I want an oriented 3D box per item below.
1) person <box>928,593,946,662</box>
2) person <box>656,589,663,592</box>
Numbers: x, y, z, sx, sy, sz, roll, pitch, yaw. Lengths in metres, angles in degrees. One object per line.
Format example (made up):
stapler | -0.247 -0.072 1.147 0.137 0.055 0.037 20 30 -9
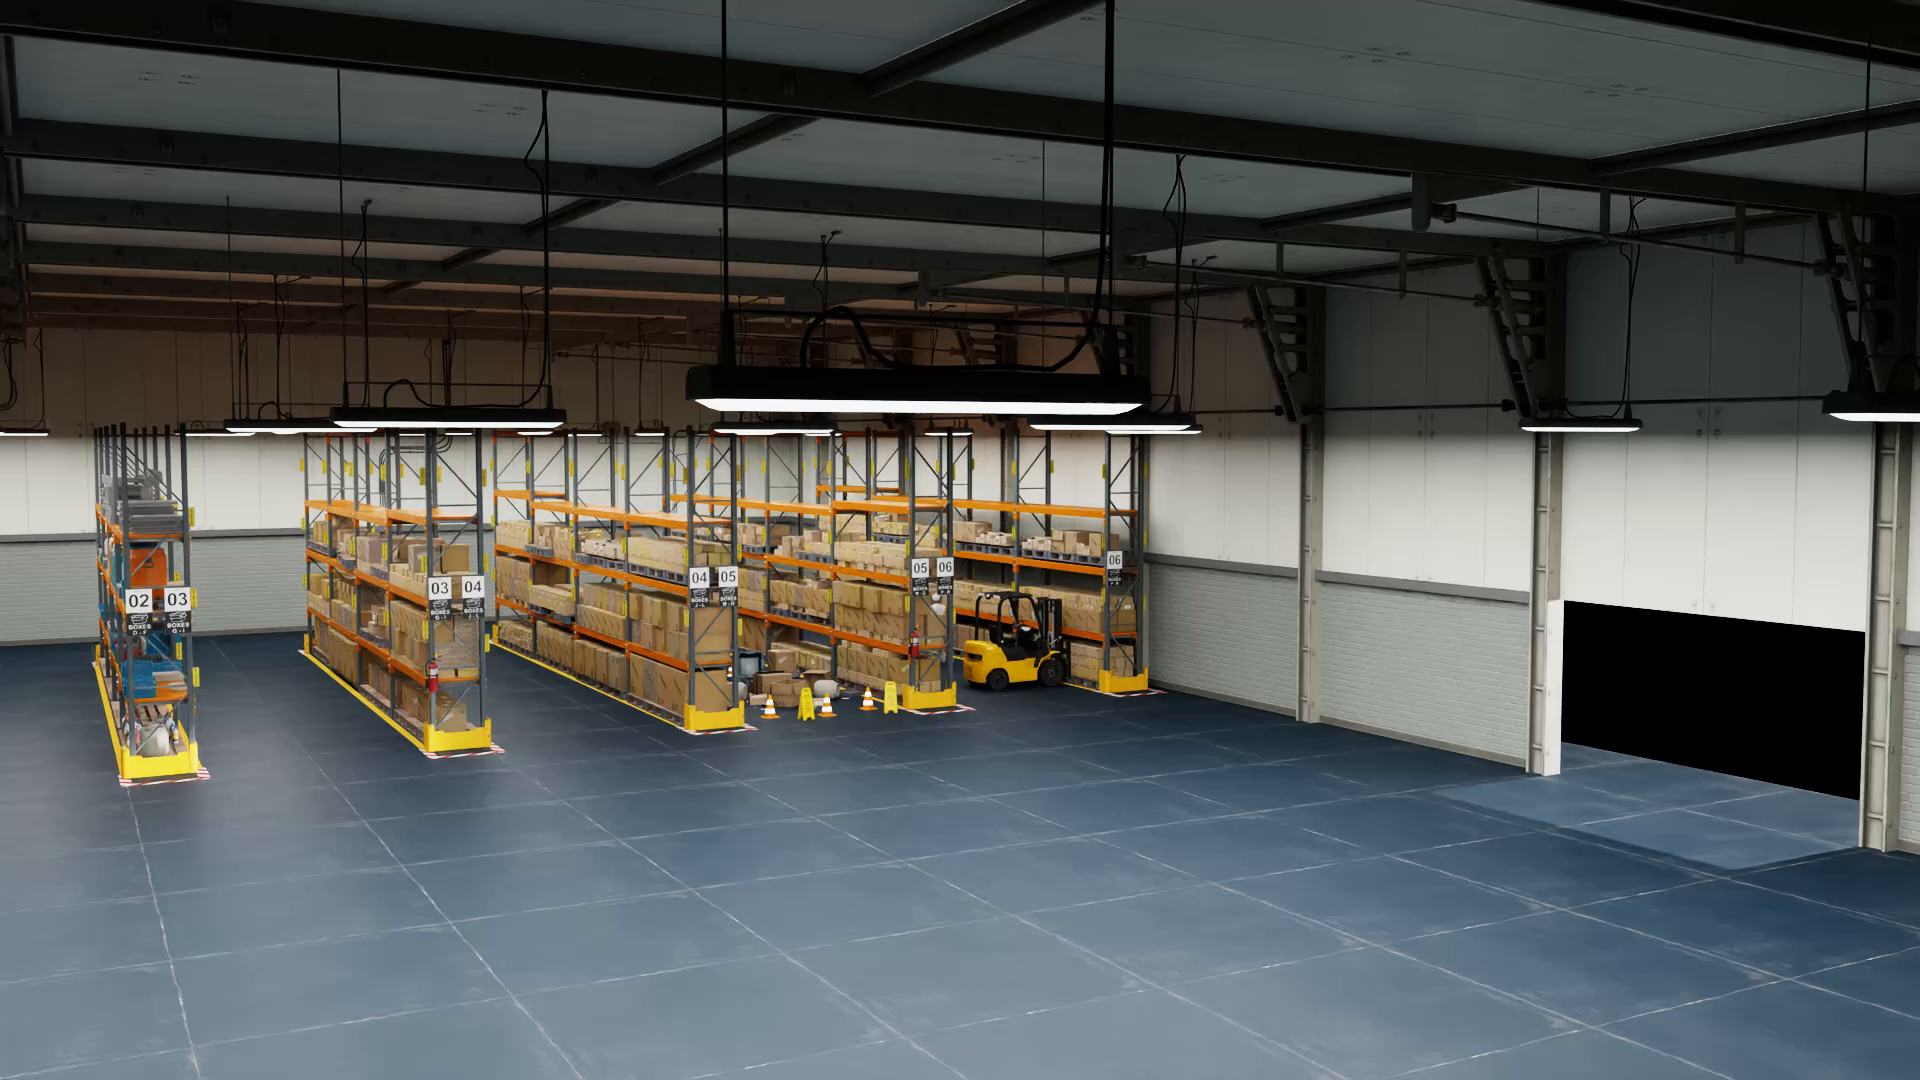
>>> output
person | -0.599 2.271 42.623 0.599 1.817 0.556 -3 5 -42
person | -9.095 1.761 50.890 0.596 1.754 0.927 3 4 40
